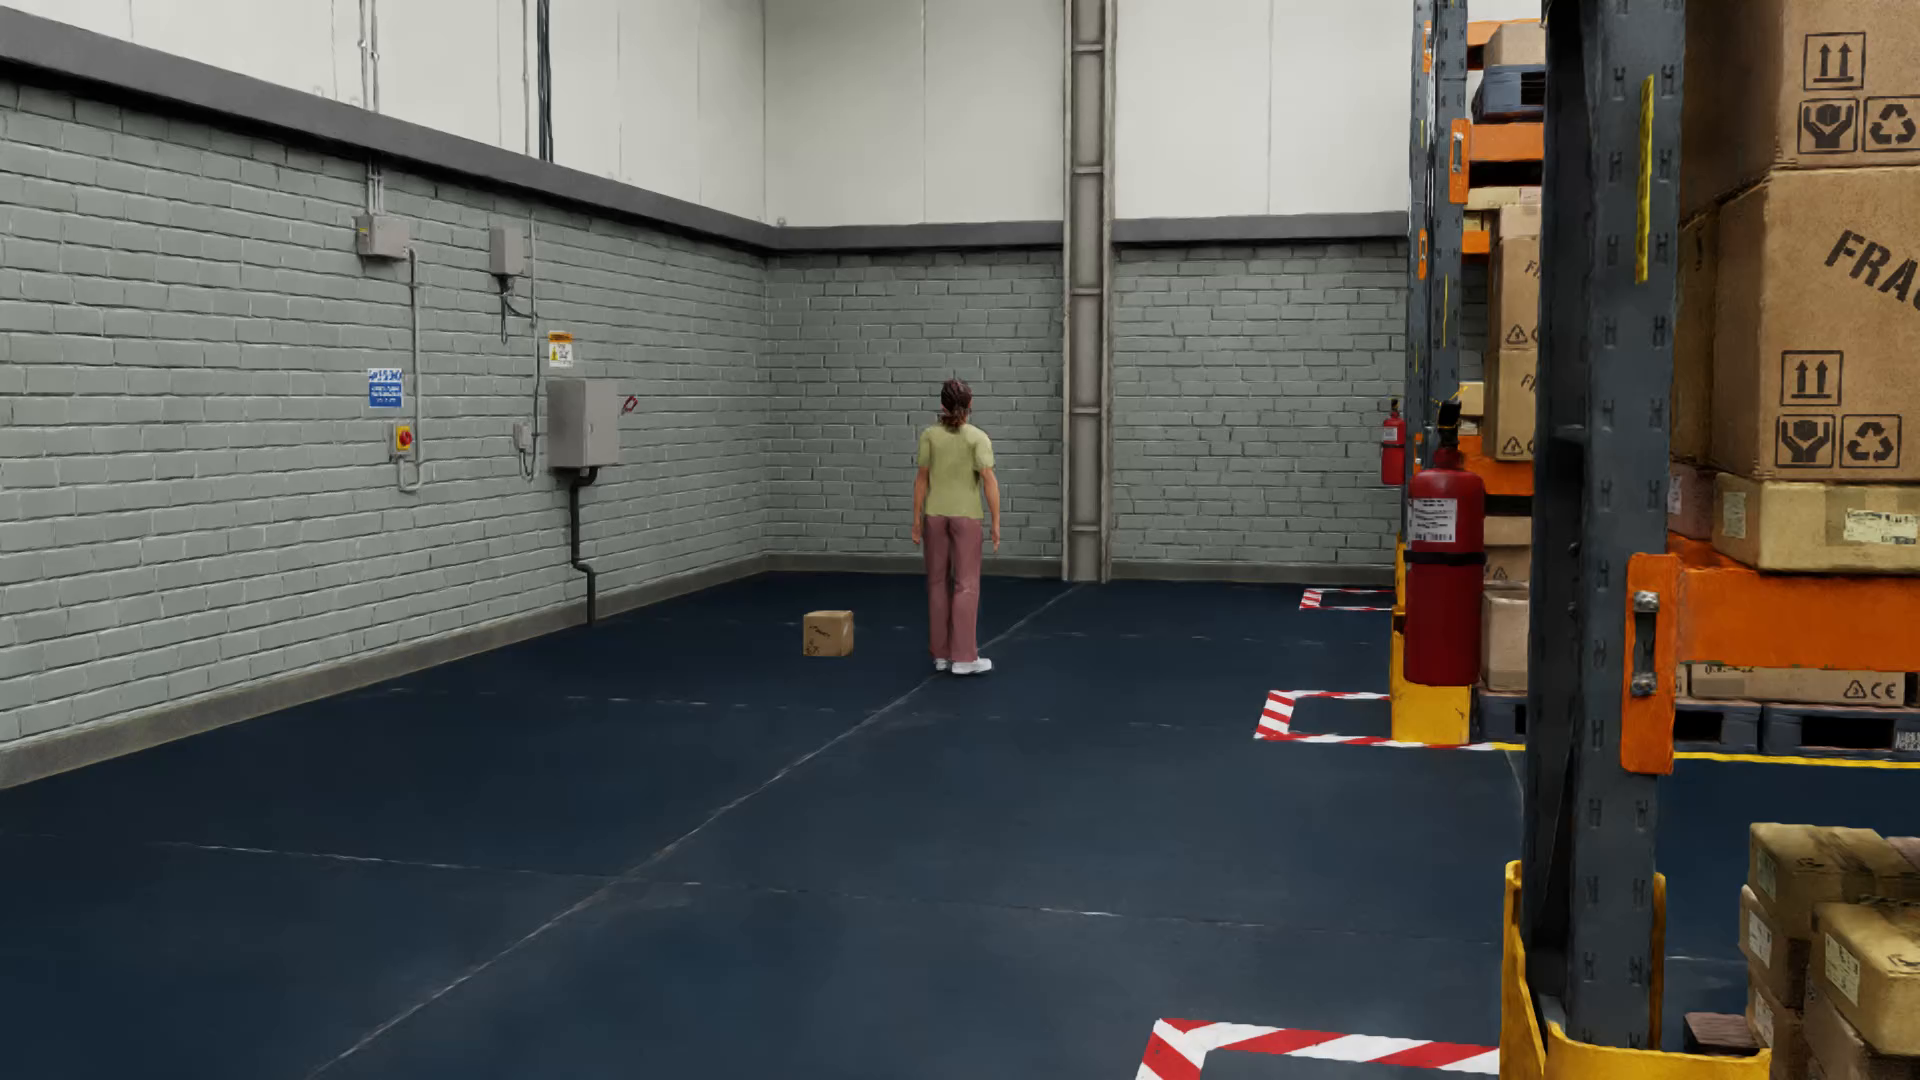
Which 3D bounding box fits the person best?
[{"bbox_3d":[-0.005,-0.087,9.519,0.537,1.676,0.423,1,5,14],"label":"person"}]
